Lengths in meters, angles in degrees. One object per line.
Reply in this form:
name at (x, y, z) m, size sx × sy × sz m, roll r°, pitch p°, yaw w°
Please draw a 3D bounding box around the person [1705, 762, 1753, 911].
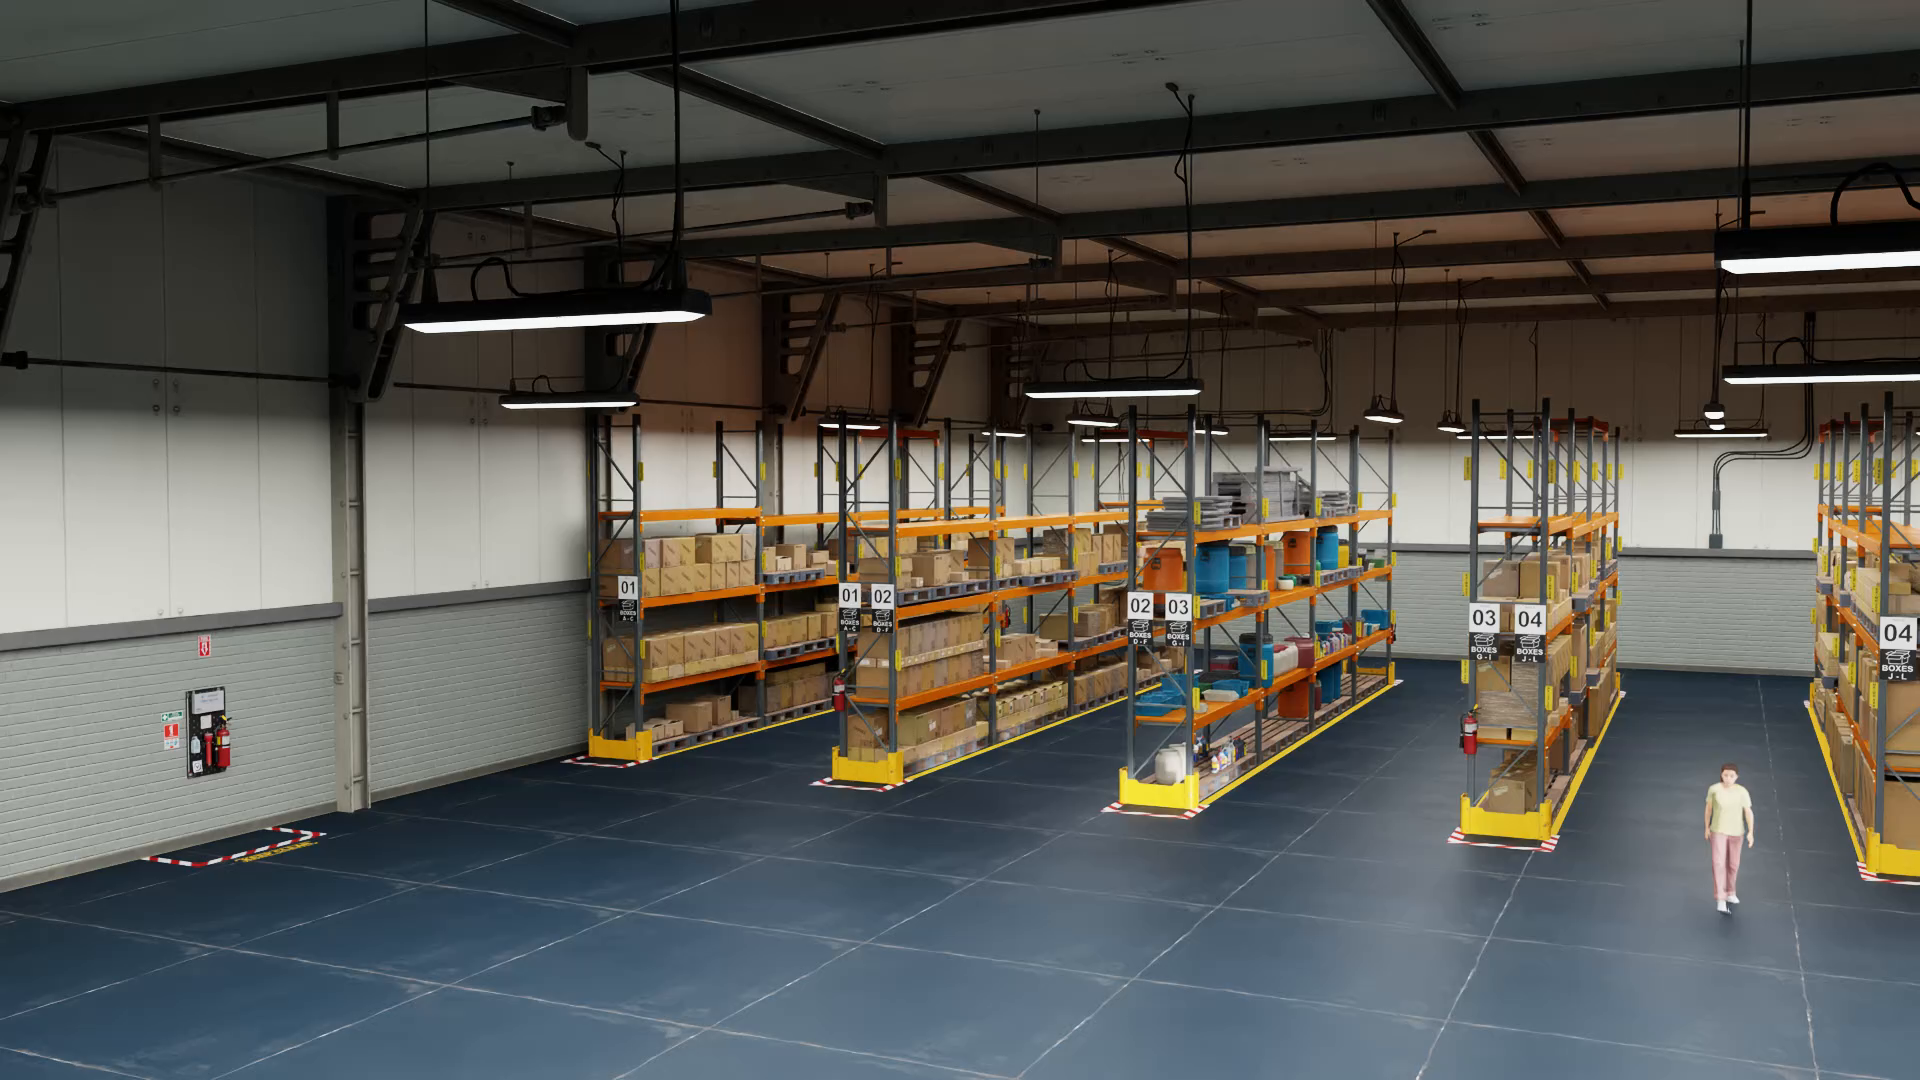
person at (8.815, 3.374, 19.054) m, size 0.492 × 1.659 × 0.769 m, roll 1°, pitch 3°, yaw 21°
